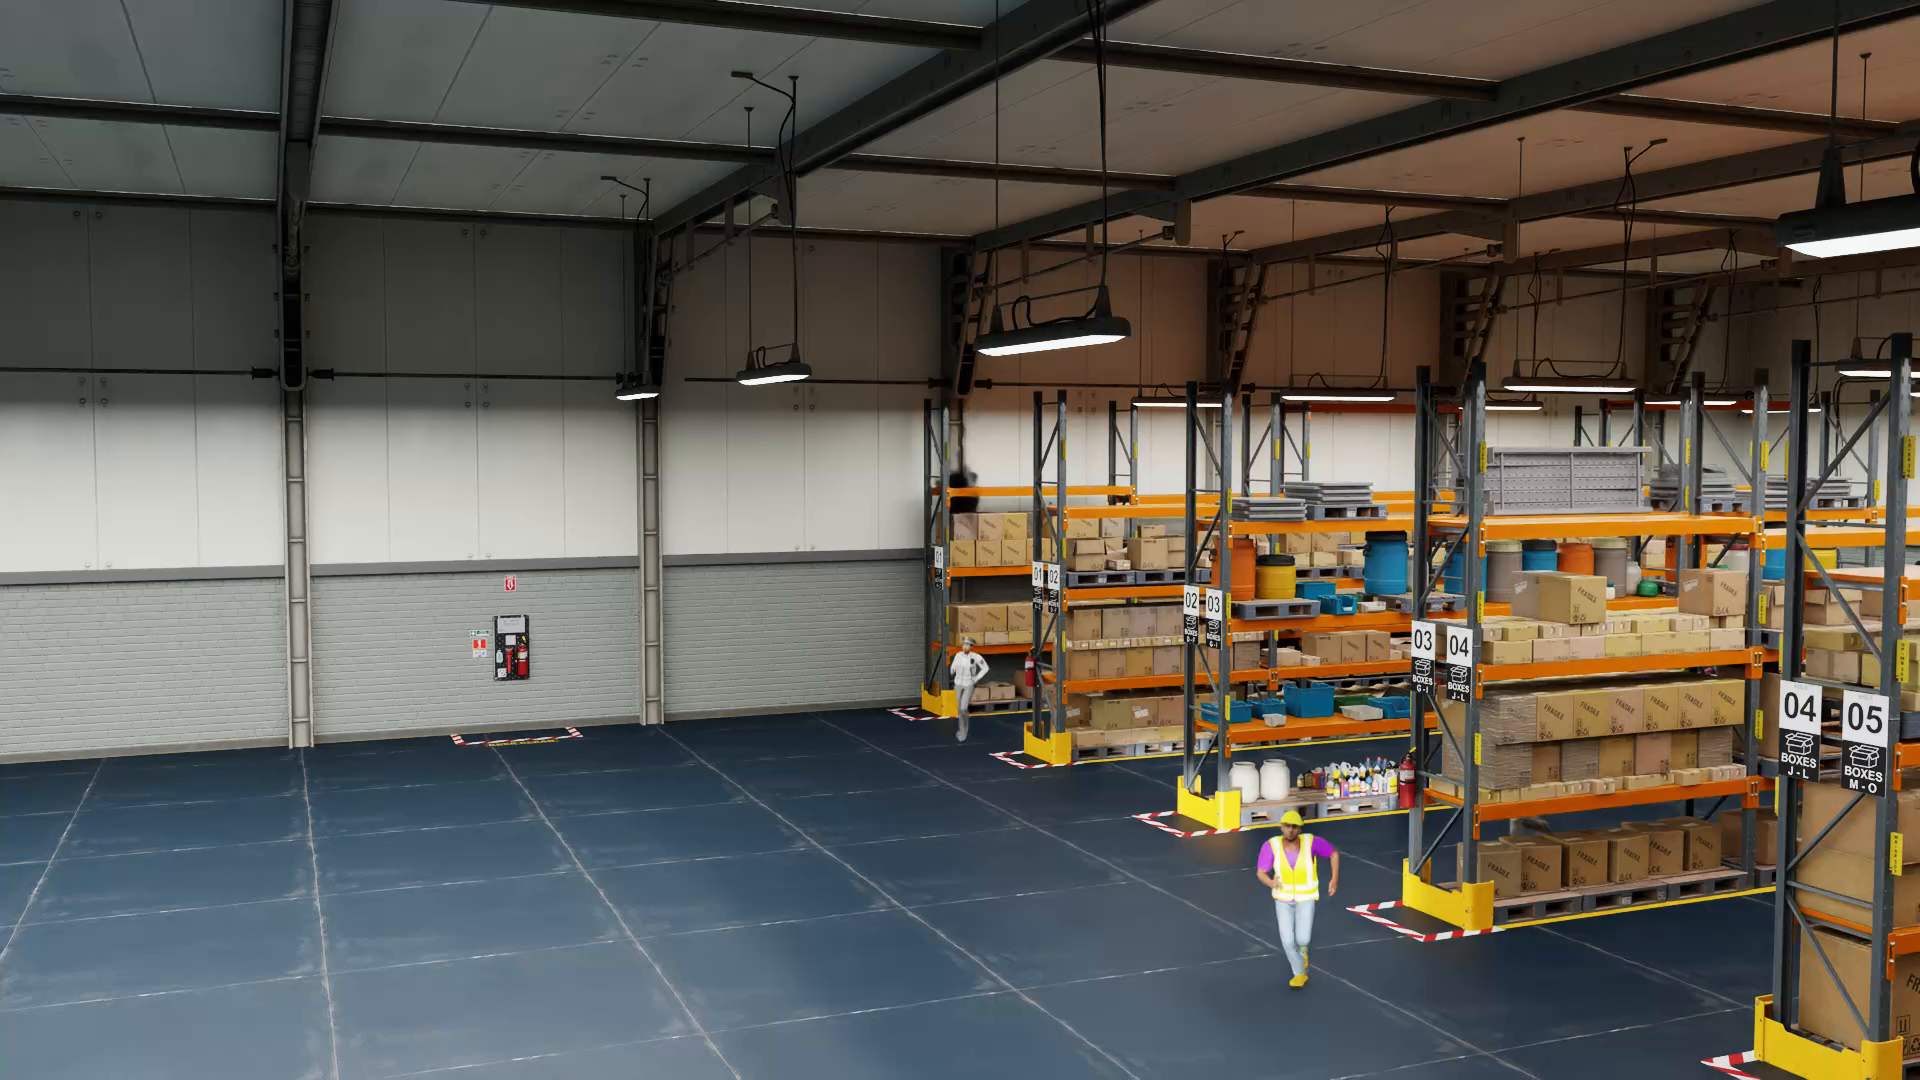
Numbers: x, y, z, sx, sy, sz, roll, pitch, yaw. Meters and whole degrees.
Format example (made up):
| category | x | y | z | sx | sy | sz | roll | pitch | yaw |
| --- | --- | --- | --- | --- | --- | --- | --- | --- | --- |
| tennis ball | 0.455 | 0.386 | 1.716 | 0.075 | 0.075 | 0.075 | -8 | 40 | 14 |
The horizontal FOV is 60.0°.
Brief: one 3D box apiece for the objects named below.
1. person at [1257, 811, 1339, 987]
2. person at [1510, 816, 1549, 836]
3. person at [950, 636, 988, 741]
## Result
| category | x | y | z | sx | sy | sz | roll | pitch | yaw |
| --- | --- | --- | --- | --- | --- | --- | --- | --- | --- |
| person | 3.161 | 3.385 | 15.609 | 0.748 | 1.709 | 0.662 | 1 | 3 | 15 |
| person | 7.036 | 3.095 | 20.623 | 0.870 | 1.745 | 0.712 | -2 | 4 | -24 |
| person | 0.101 | 2.450 | 27.417 | 0.617 | 1.752 | 0.653 | 2 | 4 | 28 |
